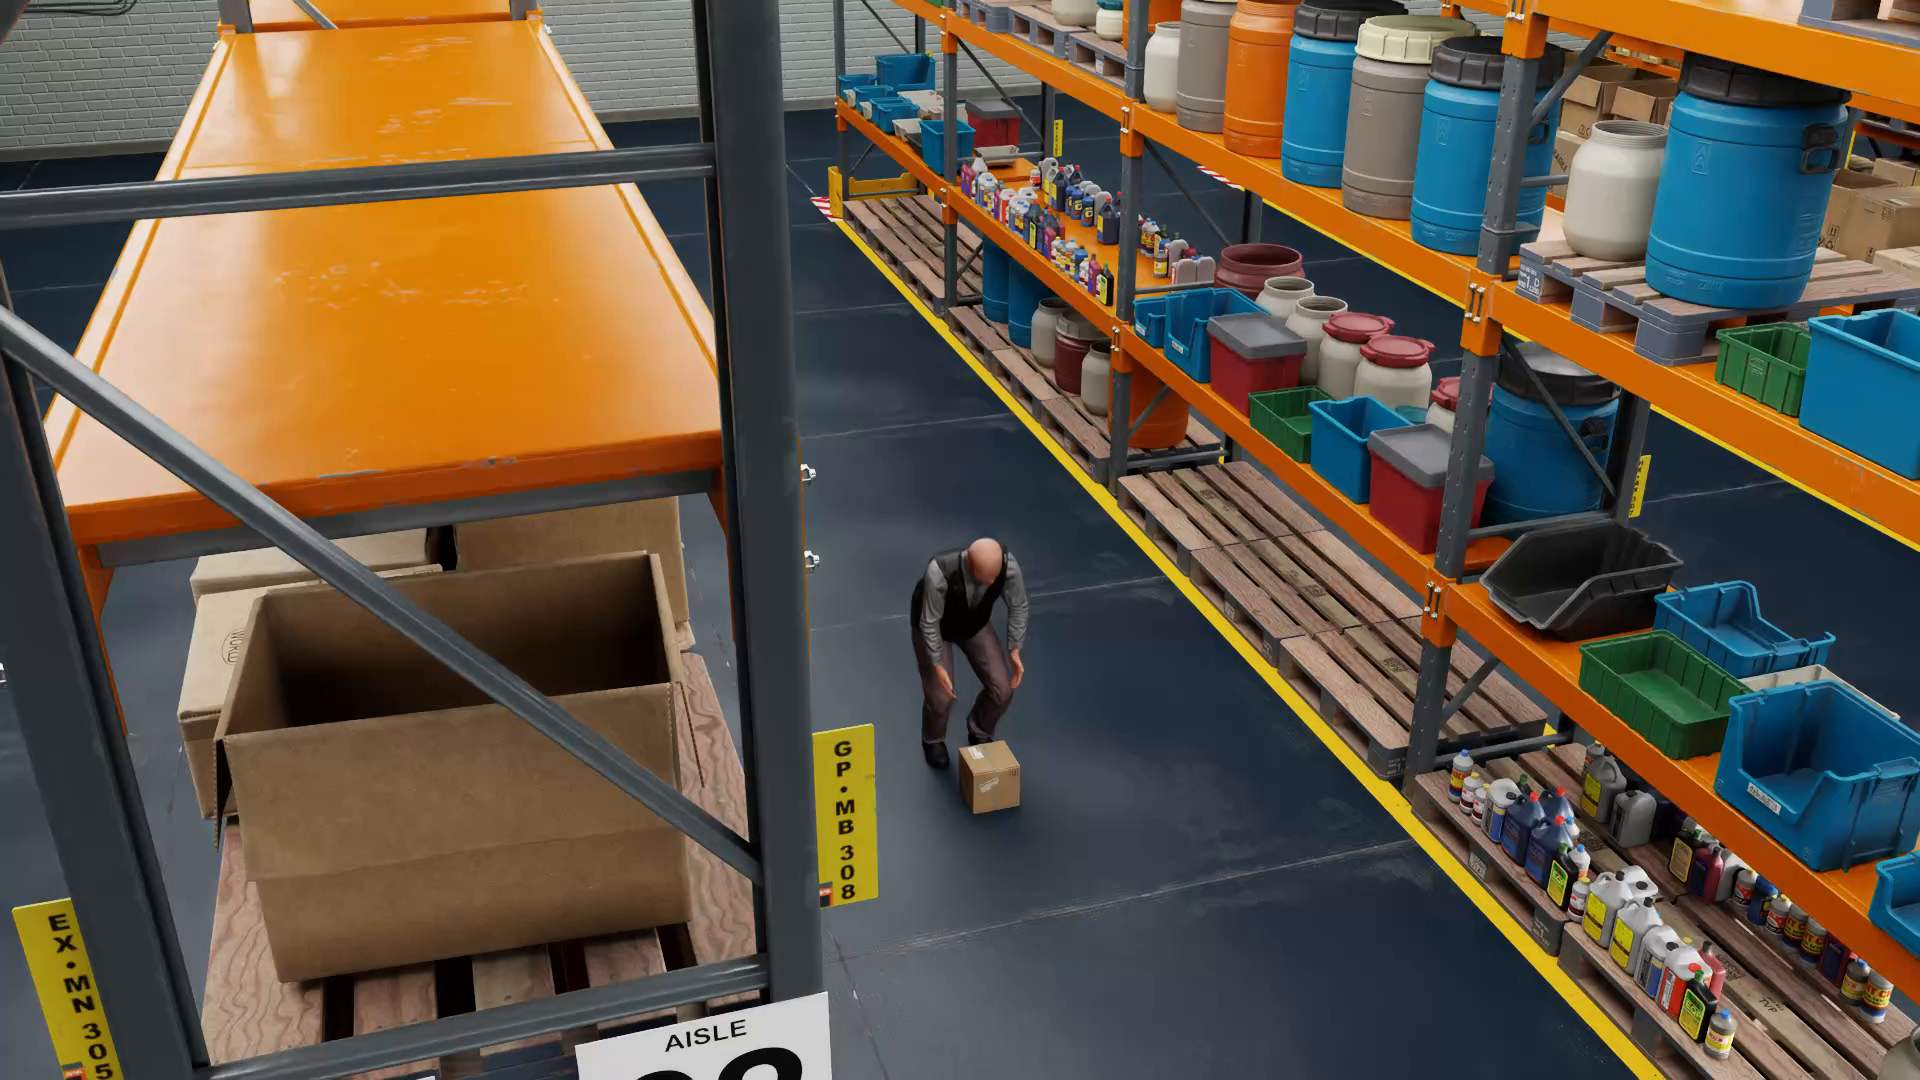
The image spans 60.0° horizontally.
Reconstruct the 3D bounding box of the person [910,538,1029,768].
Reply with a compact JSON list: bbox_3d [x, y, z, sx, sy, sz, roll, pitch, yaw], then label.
[{"bbox_3d":[0.043,0.523,8.695,0.591,1.404,0.709,-8,27,-16],"label":"person"}]
